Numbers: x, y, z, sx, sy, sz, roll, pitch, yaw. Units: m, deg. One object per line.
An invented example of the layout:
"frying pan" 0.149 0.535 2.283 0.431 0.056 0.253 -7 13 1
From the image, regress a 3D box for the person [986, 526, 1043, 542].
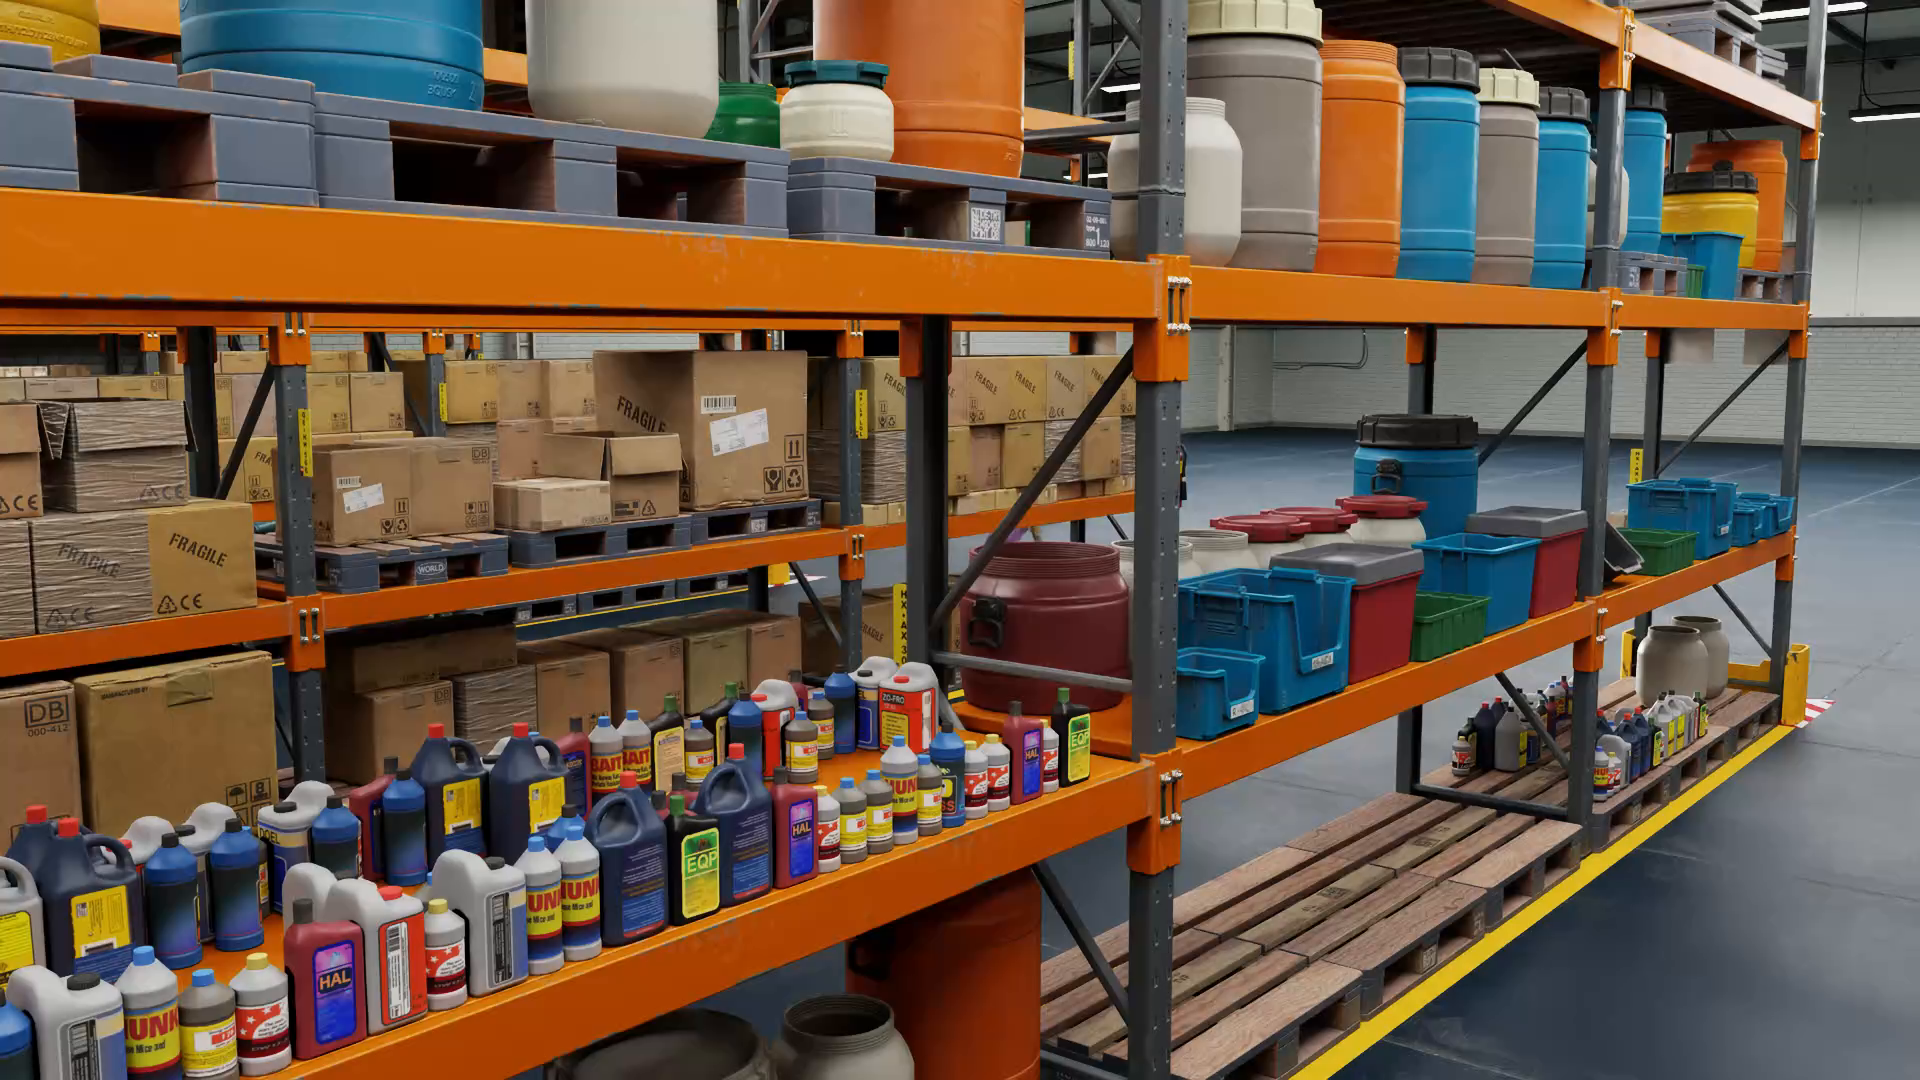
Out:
"person" 0.515 0.089 16.127 0.463 1.122 0.730 5 9 38
